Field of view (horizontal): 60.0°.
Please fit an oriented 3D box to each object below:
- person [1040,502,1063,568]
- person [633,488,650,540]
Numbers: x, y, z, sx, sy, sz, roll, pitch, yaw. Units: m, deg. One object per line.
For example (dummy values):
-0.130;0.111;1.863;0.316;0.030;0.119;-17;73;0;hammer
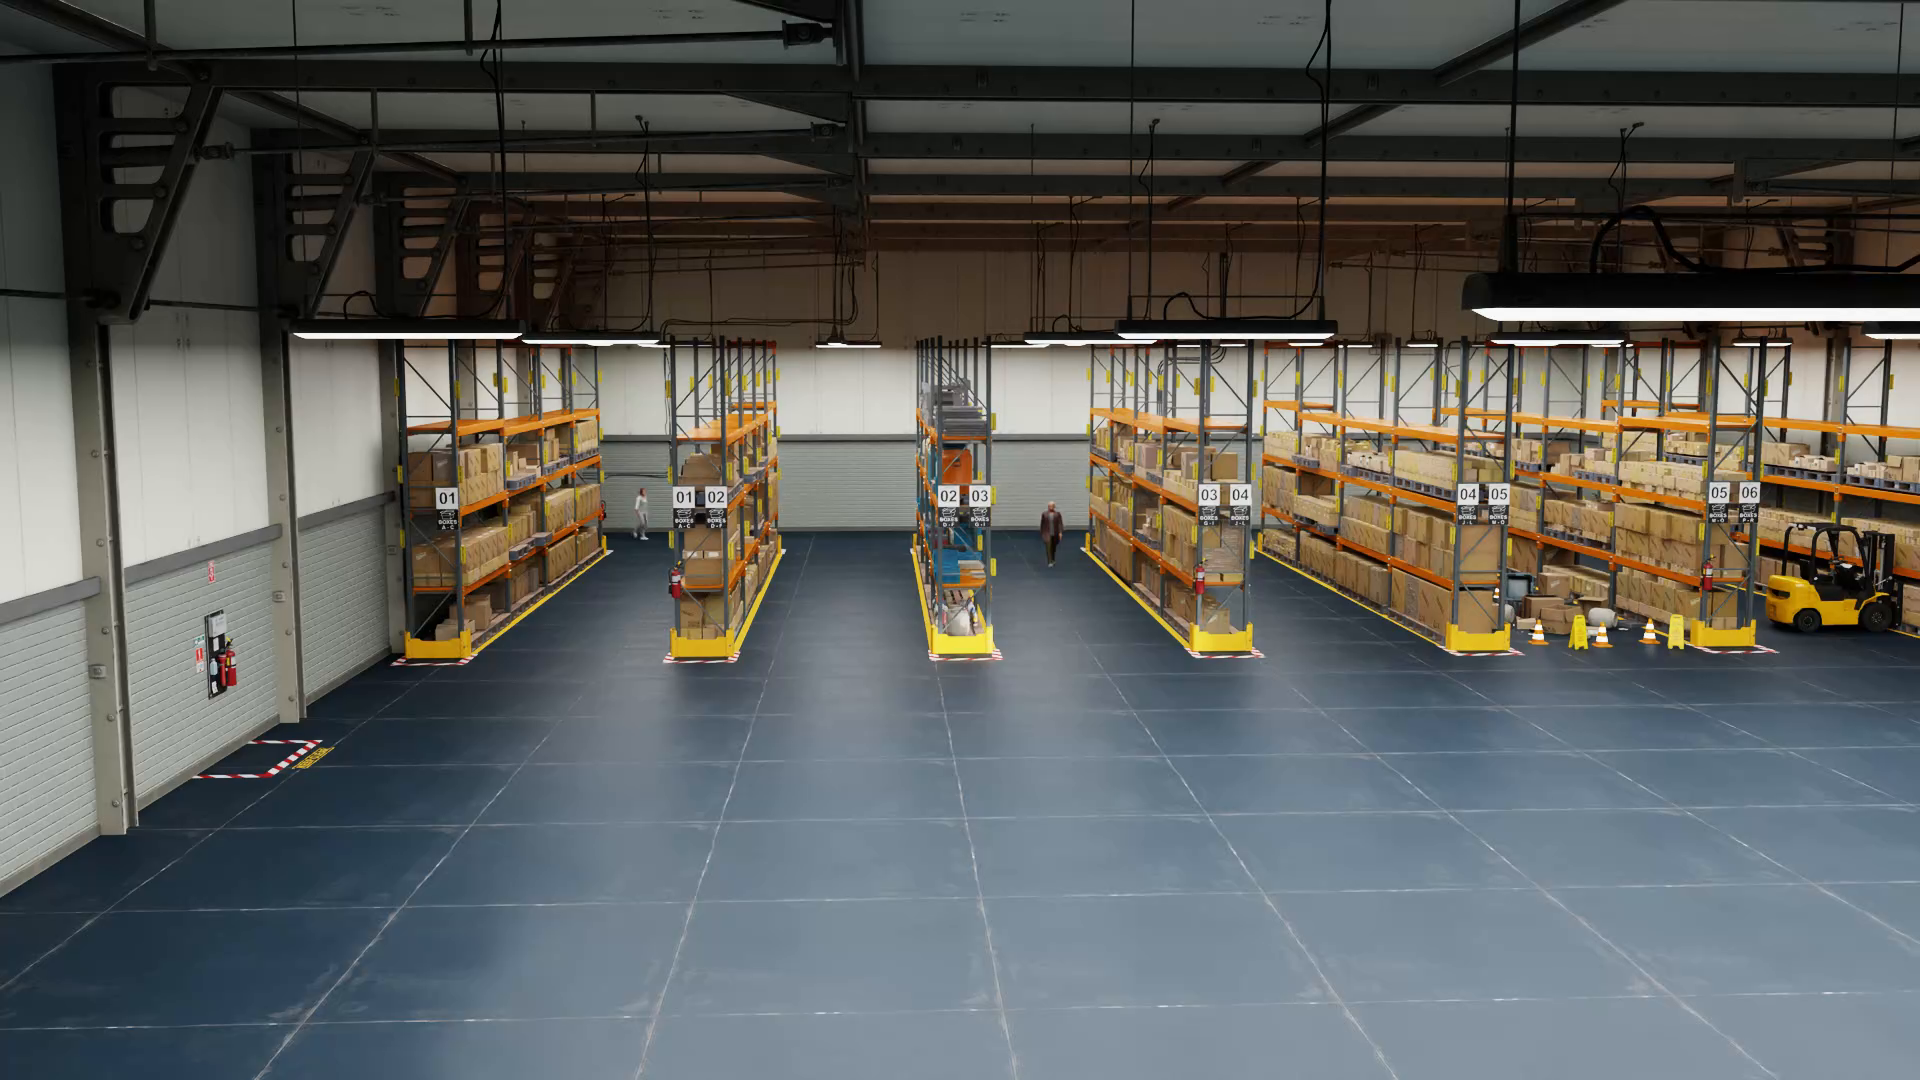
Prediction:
2.438;-0.153;43.990;0.576;1.724;1.118;-1;7;-5;person
-9.677;-0.799;50.475;0.477;1.584;0.439;4;7;29;person
